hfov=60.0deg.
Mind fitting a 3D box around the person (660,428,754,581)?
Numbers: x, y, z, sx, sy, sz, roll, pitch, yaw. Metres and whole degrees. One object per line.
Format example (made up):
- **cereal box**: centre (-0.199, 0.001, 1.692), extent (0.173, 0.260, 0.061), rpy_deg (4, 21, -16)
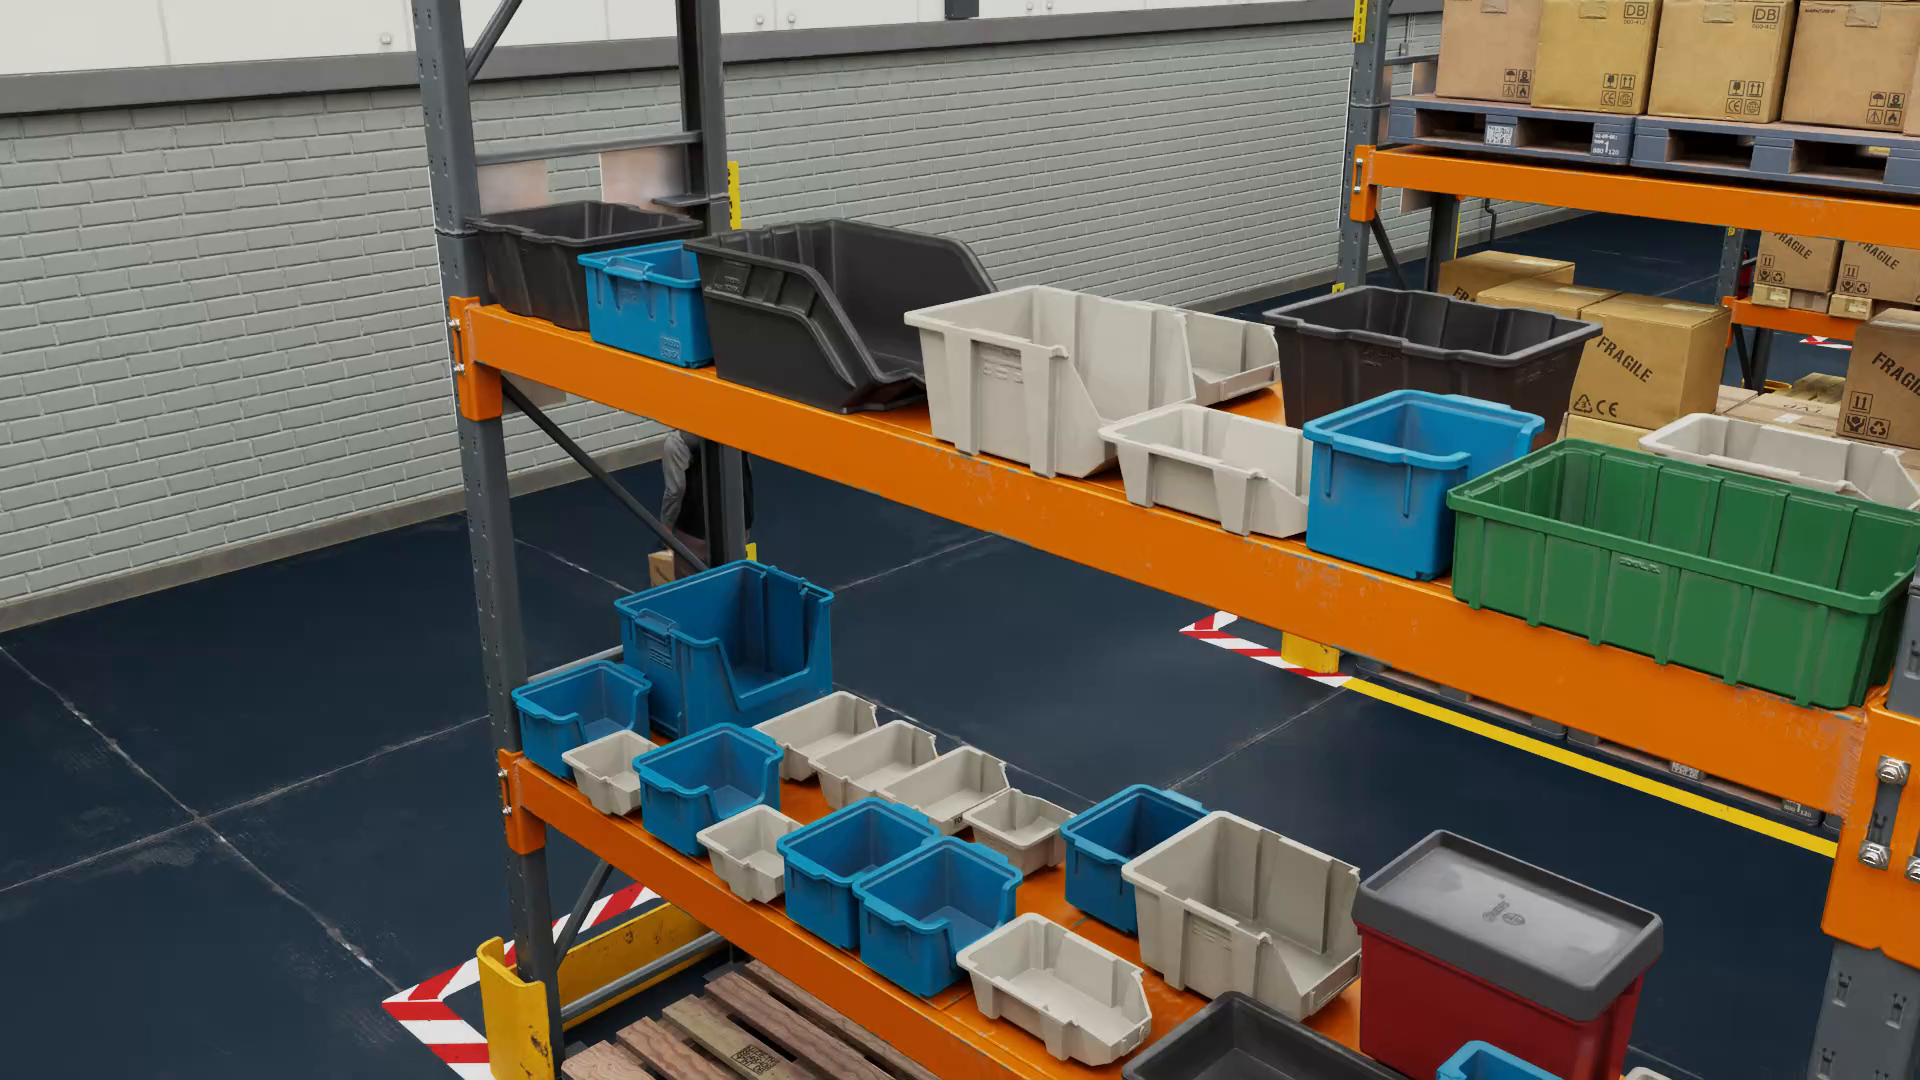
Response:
- **person**: centre (-1.318, -0.068, 8.790), extent (0.421, 1.725, 0.560), rpy_deg (18, 27, 40)
